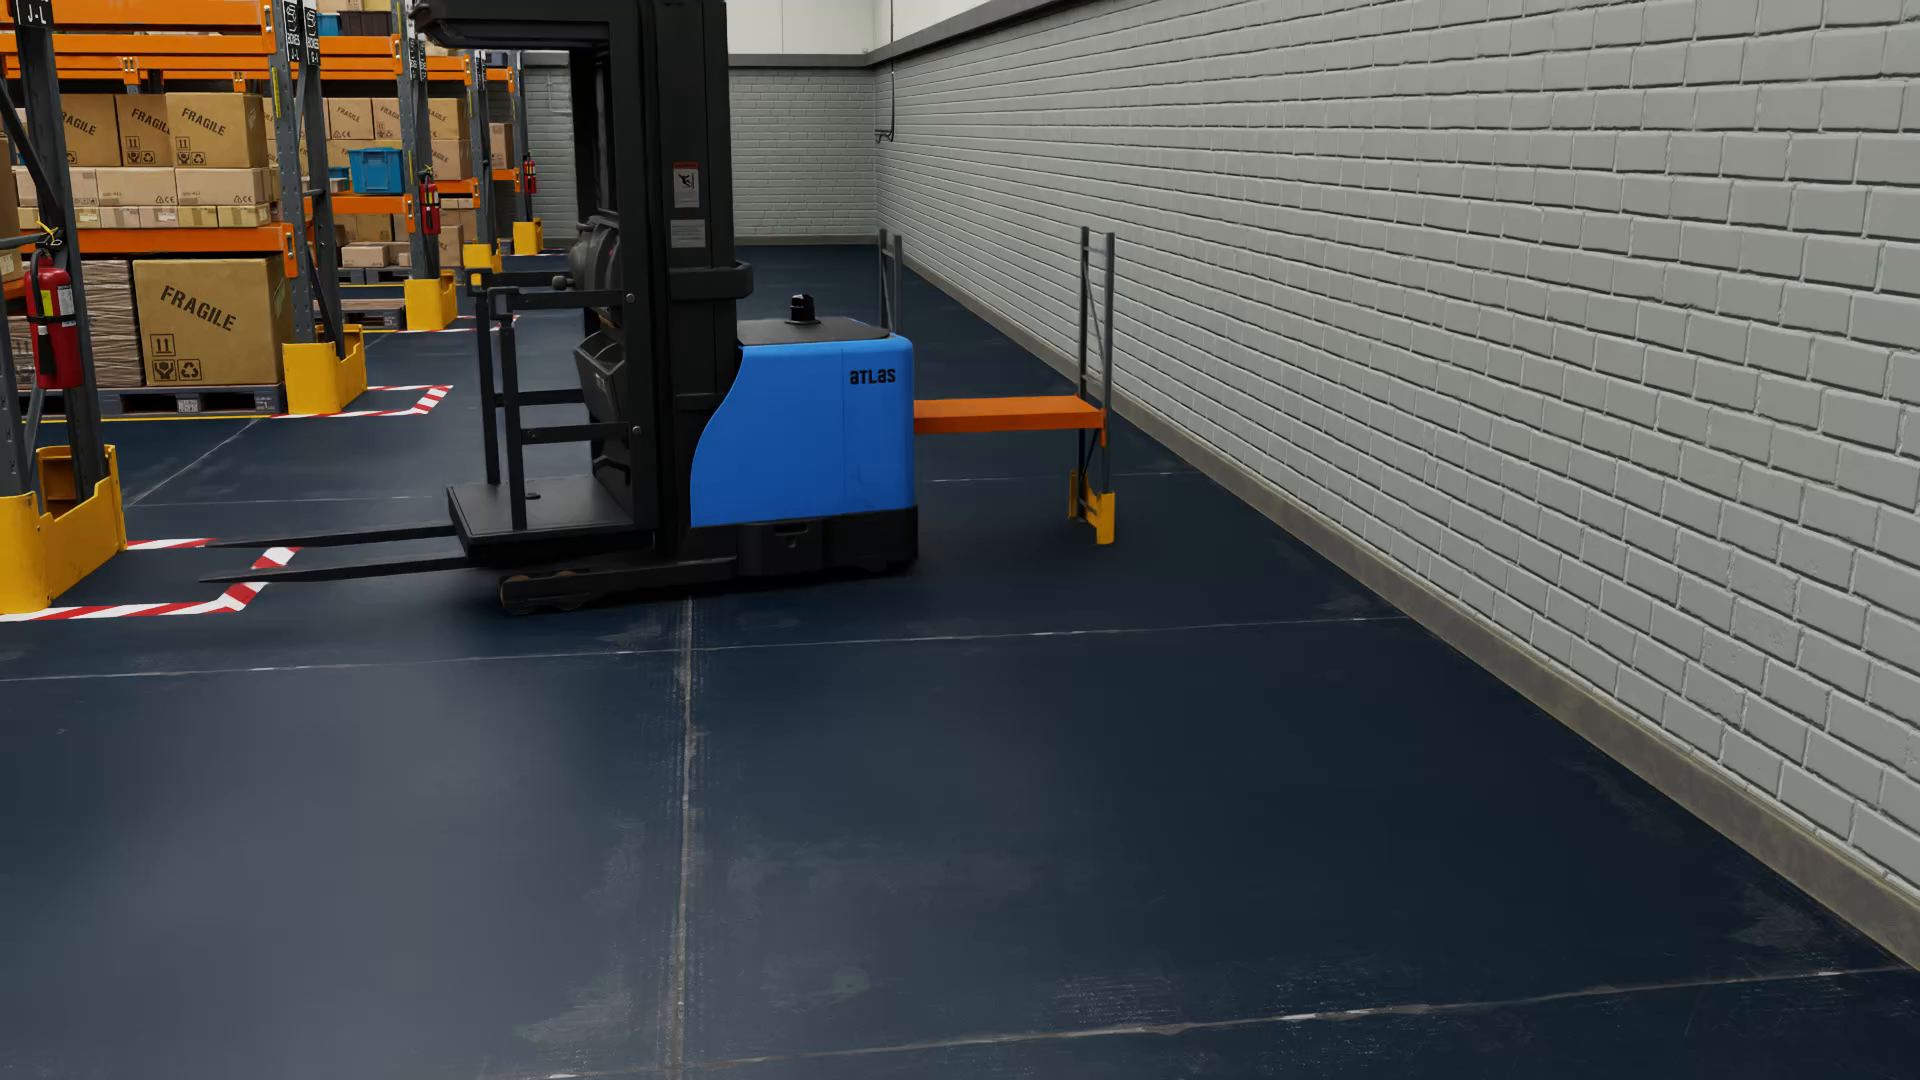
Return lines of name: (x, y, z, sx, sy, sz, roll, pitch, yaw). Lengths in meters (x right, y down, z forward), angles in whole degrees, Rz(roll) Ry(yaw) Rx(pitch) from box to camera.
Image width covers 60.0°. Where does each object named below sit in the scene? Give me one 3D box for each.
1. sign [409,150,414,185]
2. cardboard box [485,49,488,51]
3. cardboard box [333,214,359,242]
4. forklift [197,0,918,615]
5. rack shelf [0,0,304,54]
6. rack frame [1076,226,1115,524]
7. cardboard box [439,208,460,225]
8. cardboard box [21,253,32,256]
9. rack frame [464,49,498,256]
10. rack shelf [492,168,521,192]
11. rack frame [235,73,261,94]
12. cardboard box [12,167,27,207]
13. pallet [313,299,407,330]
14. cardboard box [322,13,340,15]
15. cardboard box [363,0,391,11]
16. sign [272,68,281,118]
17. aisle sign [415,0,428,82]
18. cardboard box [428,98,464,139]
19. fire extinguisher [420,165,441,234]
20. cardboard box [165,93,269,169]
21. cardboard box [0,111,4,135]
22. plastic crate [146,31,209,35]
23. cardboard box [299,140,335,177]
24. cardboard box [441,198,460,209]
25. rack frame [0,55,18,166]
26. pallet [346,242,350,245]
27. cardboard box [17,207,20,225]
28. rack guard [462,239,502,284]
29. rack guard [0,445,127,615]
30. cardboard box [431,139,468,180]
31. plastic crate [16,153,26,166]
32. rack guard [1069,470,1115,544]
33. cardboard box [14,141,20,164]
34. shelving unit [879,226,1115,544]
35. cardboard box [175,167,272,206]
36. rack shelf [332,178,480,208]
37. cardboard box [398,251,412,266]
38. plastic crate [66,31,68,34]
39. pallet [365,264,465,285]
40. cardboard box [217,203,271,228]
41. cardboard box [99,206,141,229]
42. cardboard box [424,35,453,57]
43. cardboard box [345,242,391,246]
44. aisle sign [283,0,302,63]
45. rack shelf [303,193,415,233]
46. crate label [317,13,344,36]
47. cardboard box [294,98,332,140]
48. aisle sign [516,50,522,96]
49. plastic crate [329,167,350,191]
sign: (-5.333, -3.621, 16.158, 0.005, 0.325, 0.100, -2, 14, -8)
cardboard box: (-7.665, -7.723, 25.925, 0.500, 0.250, 0.500, -1, 14, -5)
cardboard box: (-9.610, -4.923, 25.959, 0.500, 0.500, 0.700, -2, 14, -9)
forklift: (-1.764, -1.252, 7.187, 3.031, 2.935, 1.130, -5, 15, -21)
rack shelf: (-6.671, -3.516, 11.386, 4.000, 0.370, 1.077, -2, 14, -8)
rack frame: (0.666, -0.778, 8.242, 0.032, 1.500, 0.500, -3, 14, -11)
cardboard box: (-8.079, -4.980, 26.189, 0.500, 0.500, 0.700, -2, 14, -8)
cardboard box: (-7.094, -1.547, 11.731, 0.875, 0.875, 0.875, -2, 14, -8)
rack frame: (-6.165, -4.865, 21.455, 0.127, 3.000, 1.000, -2, 14, -8)
rack shelf: (-8.884, -5.635, 26.004, 4.000, 0.370, 1.077, -2, 14, -8)
rack frame: (-10.862, -5.912, 25.627, 0.127, 3.000, 1.000, -2, 14, -8)
cardboard box: (-6.652, -2.416, 11.384, 0.500, 0.250, 0.500, -2, 14, -8)
pallet: (-6.252, -2.300, 16.960, 1.213, 0.211, 1.003, -2, 14, -8)
cardboard box: (-7.624, -6.374, 20.587, 0.500, 0.250, 0.500, -2, 14, -8)
cardboard box: (-7.178, -6.833, 20.875, 0.500, 0.500, 0.700, -2, 14, -8)
sign: (-4.626, -3.028, 11.260, 0.005, 0.325, 0.100, -2, 14, -8)
aisle sign: (-5.404, -5.008, 16.682, 0.004, 0.787, 0.394, -2, 14, -8)
cardboard box: (-6.564, -5.316, 20.993, 0.500, 0.500, 0.500, -2, 14, -9)
fire extinguisher: (-5.214, -3.351, 16.344, 0.183, 0.674, 0.296, -2, 14, -8)
cardboard box: (-5.136, -2.836, 11.521, 0.500, 0.500, 0.500, -2, 14, -8)
cardboard box: (-4.537, -2.011, 7.200, 0.500, 0.500, 0.500, -2, 14, -9)
plastic crate: (-7.437, -4.866, 15.834, 0.530, 0.136, 0.437, -2, 14, -8)
cardboard box: (-8.072, -4.777, 20.899, 0.500, 0.500, 0.500, -2, 14, -9)
cardboard box: (-7.937, -5.255, 25.951, 0.250, 0.149, 0.380, -2, 14, -7)
rack frame: (-9.386, -3.528, 16.125, 0.127, 3.000, 1.000, -2, 14, -8)
pallet: (-10.099, -4.568, 26.001, 1.213, 0.211, 1.003, -2, 14, -8)
cardboard box: (-6.508, -2.213, 11.395, 0.250, 0.149, 0.380, -2, 14, -7)
rack guard: (-6.240, -3.650, 21.748, 0.348, 0.500, 1.175, -2, 14, -8)
rack guard: (-4.129, -0.070, 7.474, 0.348, 0.500, 1.175, -2, 14, -8)
cardboard box: (-6.567, -4.832, 21.117, 0.500, 0.500, 0.500, -2, 14, -7)
plastic crate: (-8.975, -3.649, 16.514, 0.575, 0.384, 0.392, -2, 14, -8)
rack guard: (0.665, -0.172, 8.394, 0.087, 0.250, 0.587, -3, 14, -11)
cardboard box: (-11.858, -4.893, 20.499, 0.500, 0.500, 0.700, -6, 15, -23)
shelving unit: (0.176, -0.755, 8.149, 1.083, 1.500, 0.587, -3, 14, -11)
cardboard box: (-5.133, -2.472, 11.610, 0.500, 0.250, 0.500, -2, 14, -9)
rack shelf: (-8.143, -4.444, 21.253, 4.000, 0.370, 1.077, -2, 14, -8)
cardboard box: (-7.080, -3.632, 21.459, 0.250, 0.166, 0.380, -2, 14, -8)
plastic crate: (-8.534, -5.012, 16.218, 0.300, 0.233, 0.416, -2, 14, -8)
pallet: (-7.028, -3.480, 21.667, 1.213, 0.211, 1.003, -2, 14, -8)
cardboard box: (-4.996, -2.268, 11.616, 0.250, 0.149, 0.380, -2, 14, -7)
cardboard box: (-5.749, -2.241, 11.506, 0.250, 0.149, 0.380, -2, 14, -7)
cardboard box: (-6.634, -6.165, 20.781, 0.500, 0.250, 0.500, -2, 14, -8)
cardboard box: (-7.734, -3.757, 21.784, 0.500, 0.250, 0.500, -2, 14, -8)
aisle sign: (-4.577, -3.673, 11.359, 0.004, 0.787, 0.394, -2, 14, -8)
rack shelf: (-7.409, -3.252, 16.502, 4.000, 0.370, 1.077, -2, 14, -8)
crate label: (-6.391, -5.101, 16.533, 0.502, 0.251, 0.408, -2, 14, -8)
cardboard box: (-8.084, -5.259, 20.765, 0.500, 0.500, 0.500, -2, 14, -7)
aisle sign: (-6.791, -7.248, 25.612, 0.004, 0.787, 0.394, -2, 14, -8)
plastic crate: (-6.375, -3.668, 16.901, 0.300, 0.233, 0.416, -2, 14, -8)
